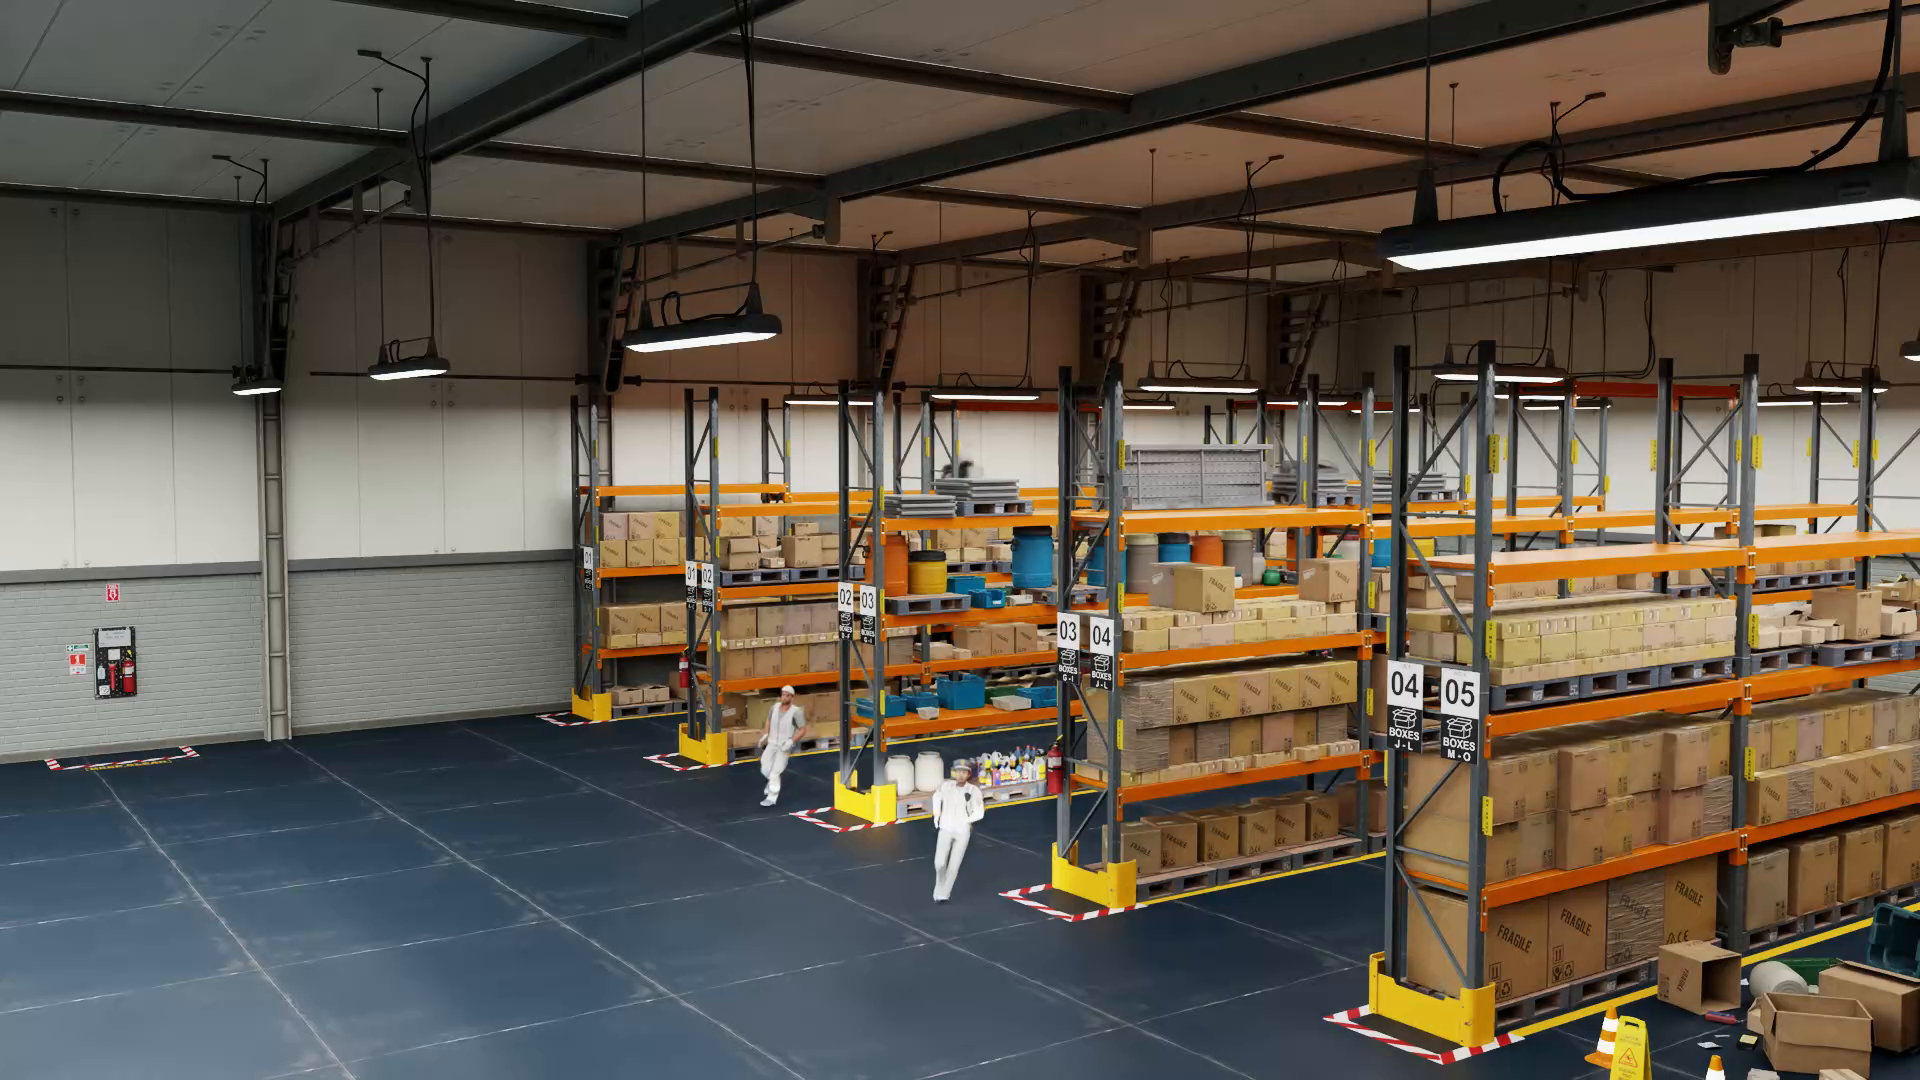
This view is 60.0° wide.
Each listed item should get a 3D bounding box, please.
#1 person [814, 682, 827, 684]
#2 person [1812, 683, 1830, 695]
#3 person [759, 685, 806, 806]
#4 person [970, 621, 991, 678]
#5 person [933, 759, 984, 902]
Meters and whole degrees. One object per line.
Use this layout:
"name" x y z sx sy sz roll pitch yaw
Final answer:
"person" -2.466 2.448 30.614 0.795 1.762 0.720 -3 5 -45
"person" 12.568 2.832 24.384 0.938 1.675 0.614 -3 5 -41
"person" -2.531 2.901 23.387 0.715 1.711 0.534 1 4 19
"person" 0.411 2.401 32.034 0.606 1.671 0.656 -2 4 -35
"person" -0.028 3.223 18.433 0.596 1.641 0.567 0 3 7
